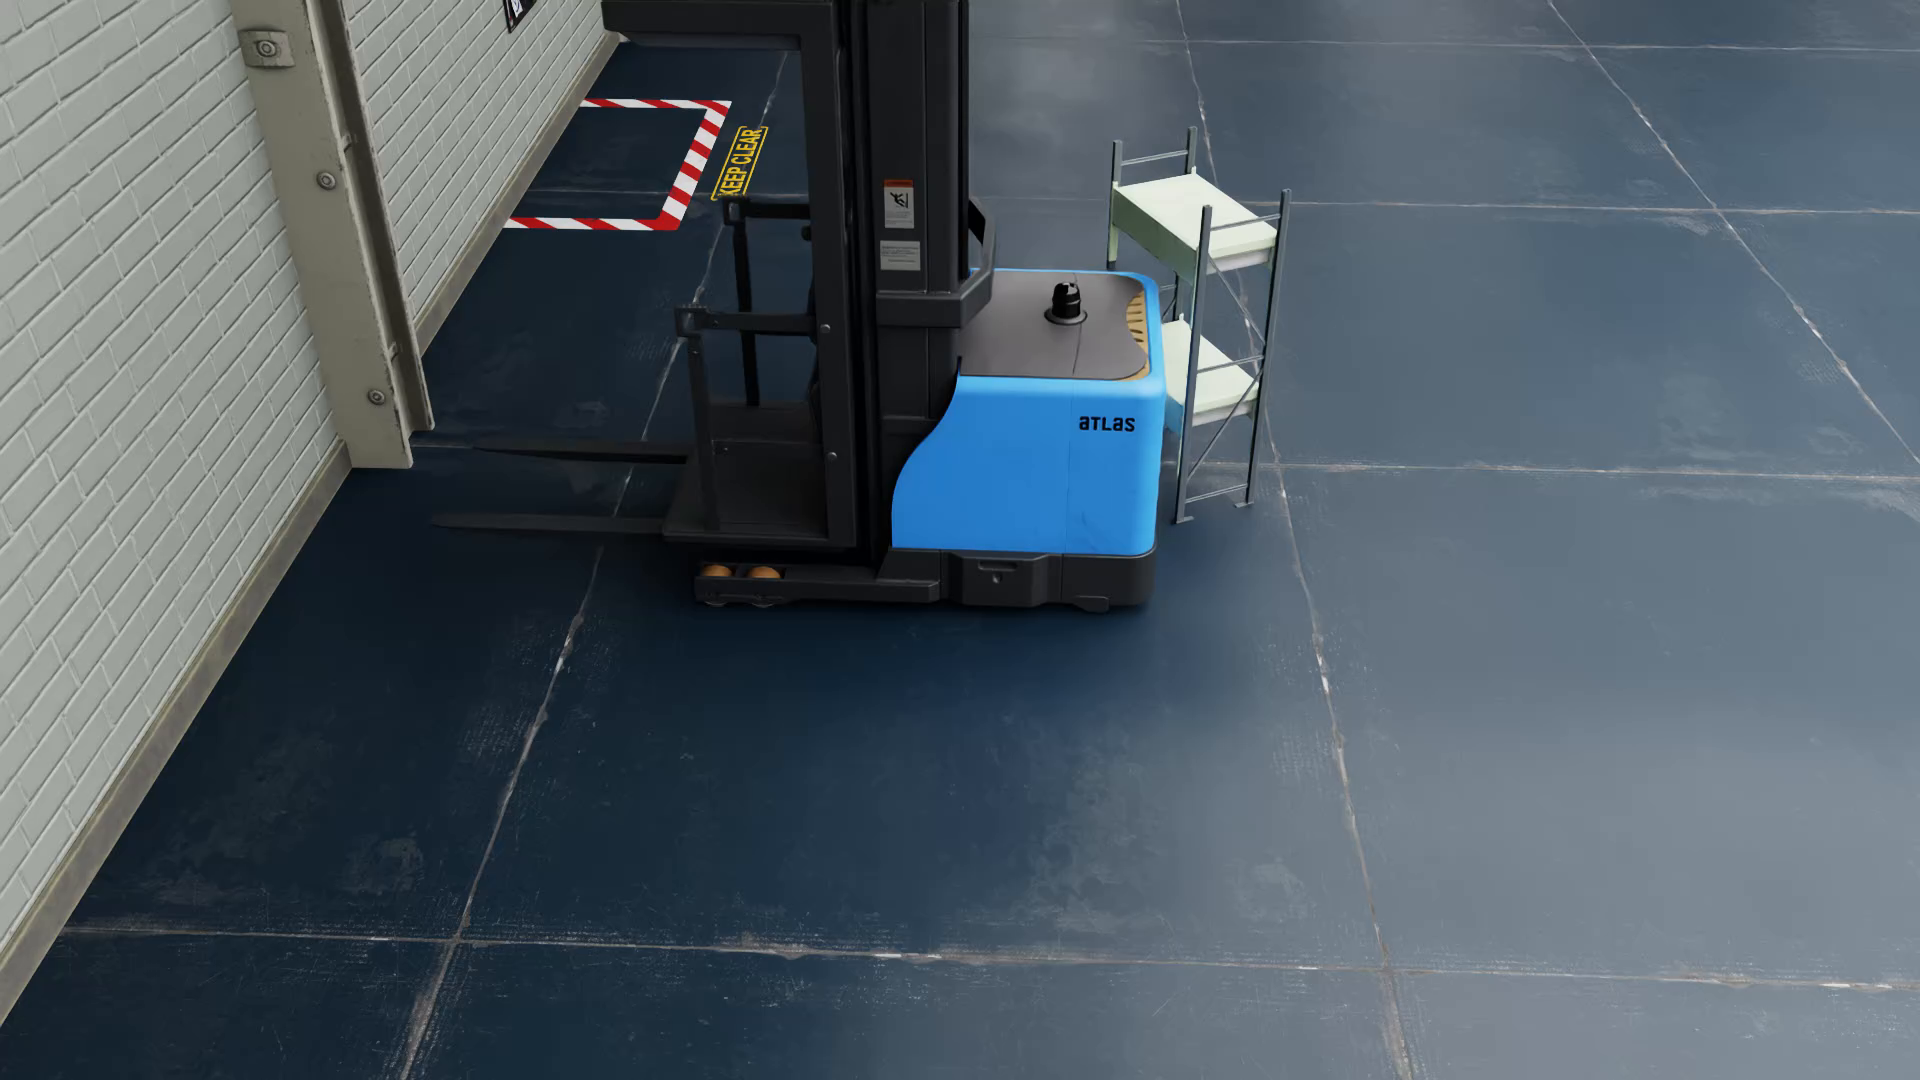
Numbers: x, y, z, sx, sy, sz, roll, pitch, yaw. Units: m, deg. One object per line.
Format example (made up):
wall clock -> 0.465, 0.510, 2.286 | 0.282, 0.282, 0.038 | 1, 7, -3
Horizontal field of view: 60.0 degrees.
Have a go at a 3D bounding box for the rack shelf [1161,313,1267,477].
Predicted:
rack shelf -> 0.986, -0.661, 7.453 | 0.431, 0.370, 0.720 | -14, 38, -19

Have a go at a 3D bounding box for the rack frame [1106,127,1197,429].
rack frame -> 0.836, -1.120, 7.539 | 0.400, 1.500, 0.023 | -14, 38, -19

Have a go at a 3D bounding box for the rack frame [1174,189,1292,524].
rack frame -> 1.135, -0.736, 6.992 | 0.400, 1.500, 0.023 | -14, 38, -19

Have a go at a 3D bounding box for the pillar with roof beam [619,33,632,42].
pillar with roof beam -> 1.842, -7.479, 10.066 | 9.100, 9.000, 0.400 | 1, 35, 2

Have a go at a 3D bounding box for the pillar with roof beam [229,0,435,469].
pillar with roof beam -> 1.601, -4.032, 5.161 | 9.100, 9.000, 0.400 | 1, 35, 2

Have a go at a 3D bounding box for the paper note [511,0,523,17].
paper note -> -2.673, -3.245, 10.024 | 0.016, 0.148, 0.142 | 1, 35, 2

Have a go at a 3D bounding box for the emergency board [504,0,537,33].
emergency board -> -2.616, -3.700, 9.907 | 0.157, 1.169, 0.626 | 1, 35, 2

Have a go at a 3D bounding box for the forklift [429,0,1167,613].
forklift -> -0.694, -1.224, 6.443 | 3.031, 2.935, 1.130 | 2, 35, 3

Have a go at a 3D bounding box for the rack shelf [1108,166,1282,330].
rack shelf -> 0.986, -1.247, 7.041 | 0.431, 0.370, 0.720 | -14, 38, -19

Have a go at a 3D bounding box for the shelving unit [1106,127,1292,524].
shelving unit -> 0.986, -0.928, 7.266 | 0.431, 1.500, 0.755 | -14, 38, -19
